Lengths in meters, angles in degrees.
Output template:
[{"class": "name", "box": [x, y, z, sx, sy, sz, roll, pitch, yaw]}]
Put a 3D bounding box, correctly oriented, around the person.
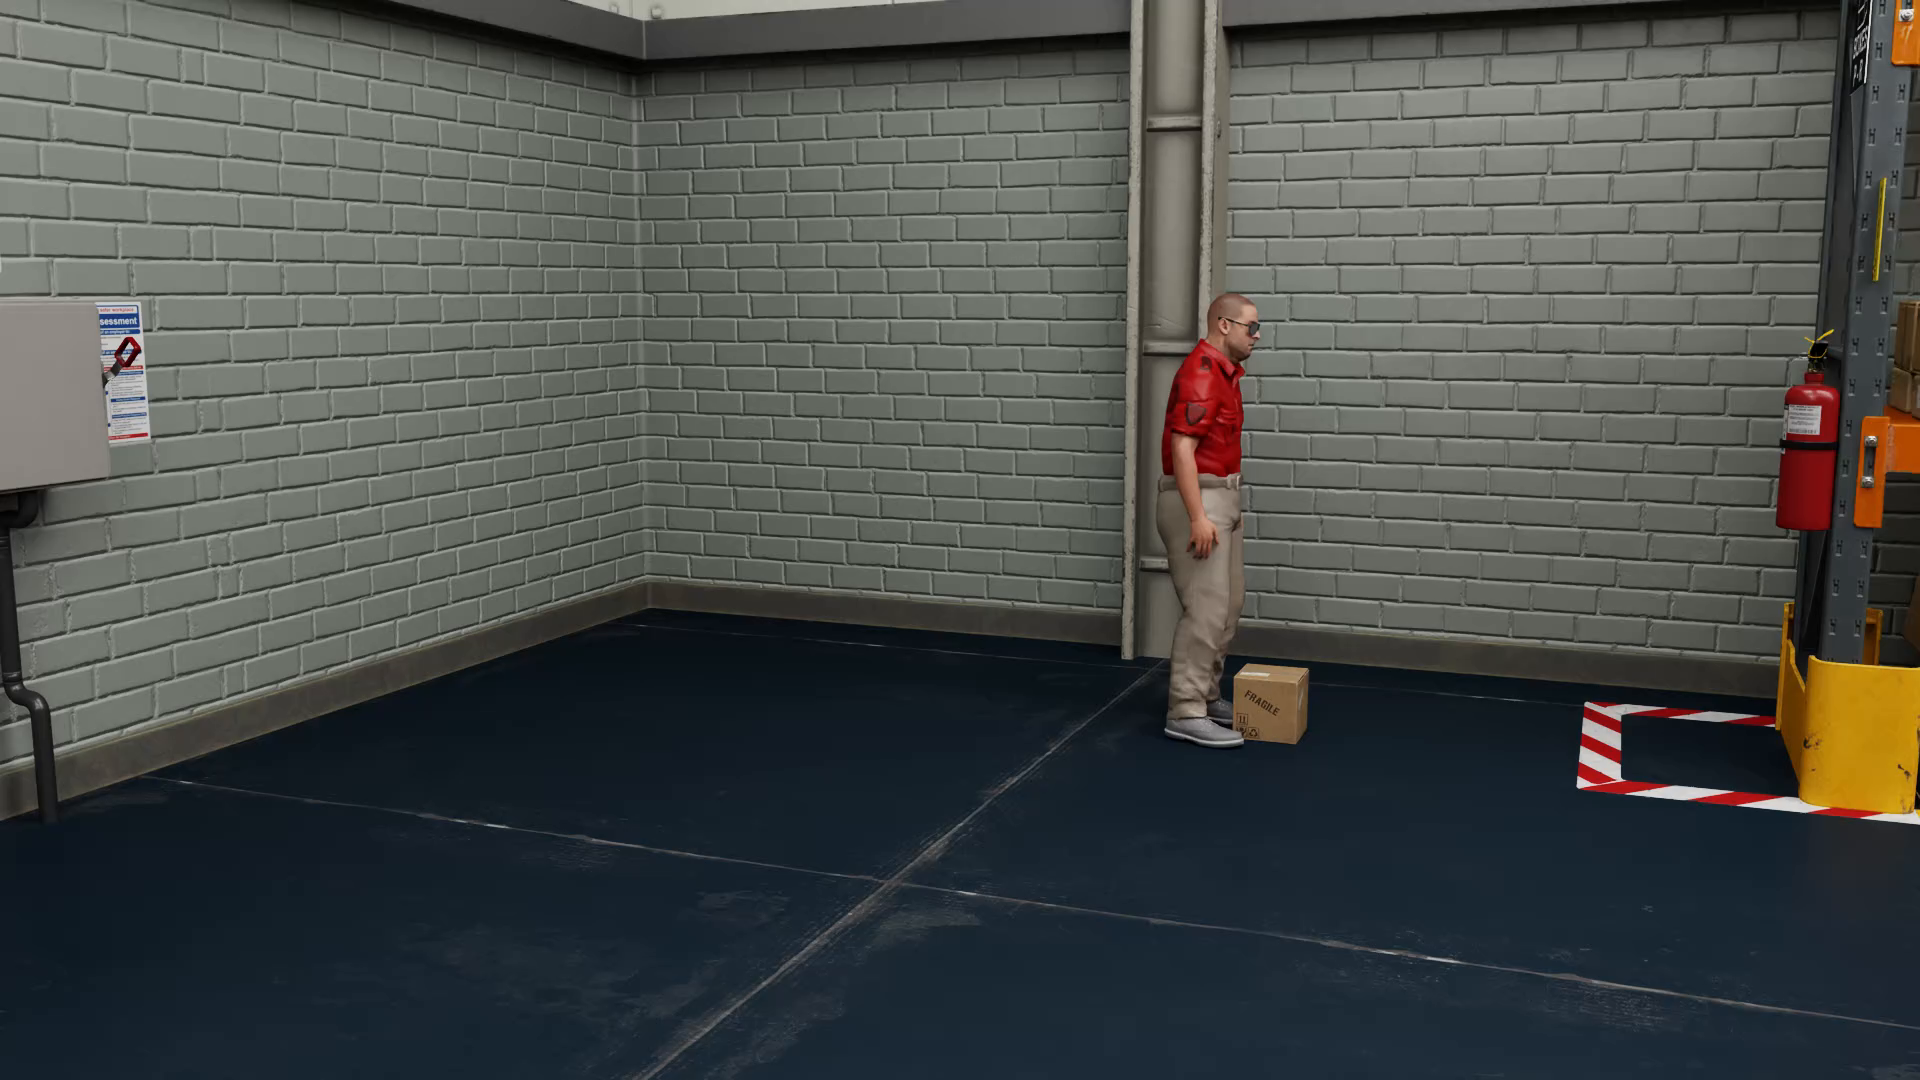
[{"class": "person", "box": [0.987, -0.097, 6.539, 0.396, 1.726, 0.585, 3, 9, 21]}]
